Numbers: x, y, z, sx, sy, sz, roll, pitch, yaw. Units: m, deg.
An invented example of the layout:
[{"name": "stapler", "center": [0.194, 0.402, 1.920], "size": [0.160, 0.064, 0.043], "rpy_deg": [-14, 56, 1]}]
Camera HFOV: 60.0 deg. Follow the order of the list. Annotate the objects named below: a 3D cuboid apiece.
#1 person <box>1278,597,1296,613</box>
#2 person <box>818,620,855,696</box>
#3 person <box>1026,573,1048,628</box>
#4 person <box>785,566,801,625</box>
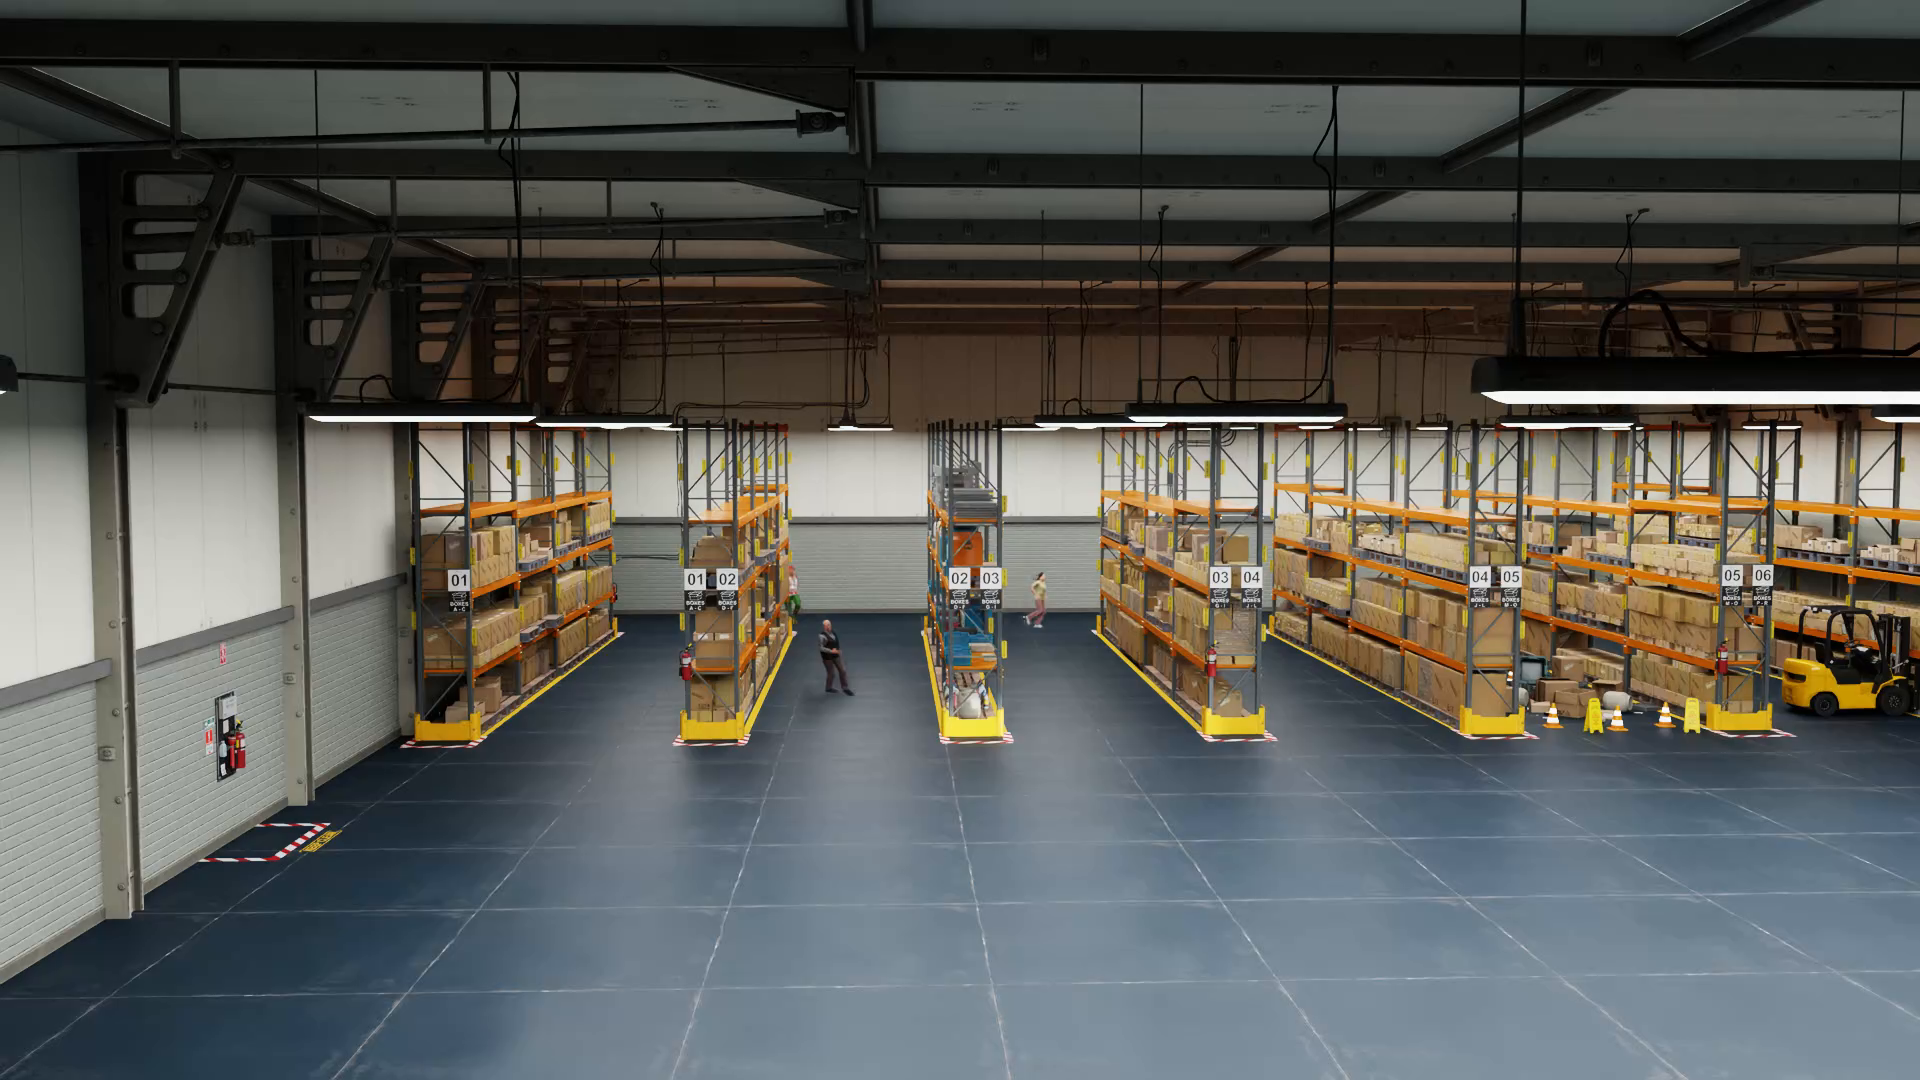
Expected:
[{"name": "person", "center": [9.645, 1.769, 48.784], "size": [0.929, 1.734, 0.718], "rpy_deg": [0, 4, 6]}, {"name": "person", "center": [-2.796, 2.581, 36.254], "size": [0.674, 1.712, 0.827], "rpy_deg": [4, 5, 44]}, {"name": "person", "center": [2.314, 1.776, 49.249], "size": [0.549, 1.607, 0.661], "rpy_deg": [2, 4, 32]}, {"name": "person", "center": [-5.033, 1.653, 49.697], "size": [0.612, 1.787, 0.739], "rpy_deg": [-2, 4, -34]}]
